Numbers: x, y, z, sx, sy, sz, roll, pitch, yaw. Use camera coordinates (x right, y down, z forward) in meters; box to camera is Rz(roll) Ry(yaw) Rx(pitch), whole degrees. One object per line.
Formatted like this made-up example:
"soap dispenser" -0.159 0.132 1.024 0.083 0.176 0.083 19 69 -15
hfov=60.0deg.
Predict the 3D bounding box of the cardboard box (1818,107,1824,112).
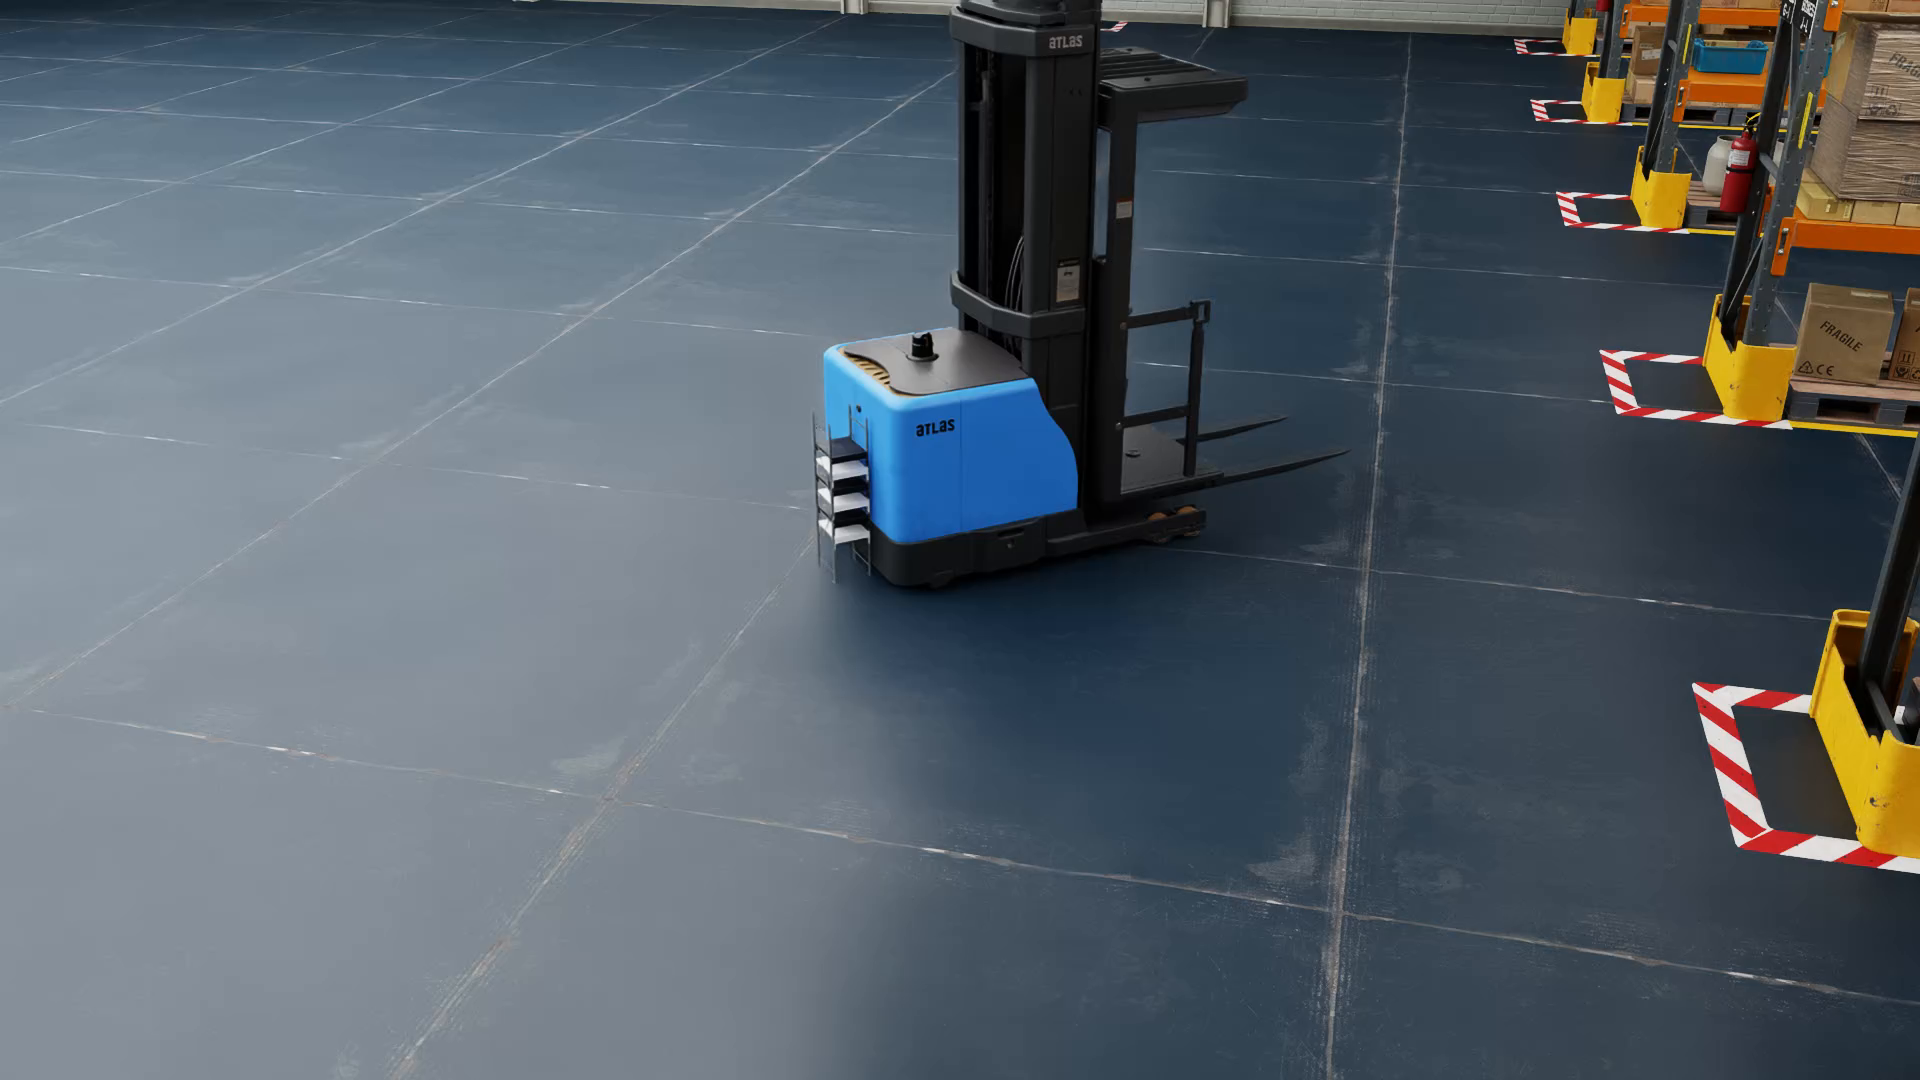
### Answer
"cardboard box" 10.147 -5.096 19.174 0.500 0.250 0.500 6 26 13

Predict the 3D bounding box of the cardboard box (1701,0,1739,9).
"cardboard box" 8.705 -6.448 19.187 0.500 0.500 0.700 7 26 14

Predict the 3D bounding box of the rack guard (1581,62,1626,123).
"rack guard" 7.723 -5.386 19.981 0.348 0.500 1.175 6 26 13

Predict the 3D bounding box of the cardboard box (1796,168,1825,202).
"cardboard box" 5.603 -2.330 10.947 0.250 0.149 0.380 6 26 13

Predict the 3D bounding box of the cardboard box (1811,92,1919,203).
"cardboard box" 5.802 -2.497 10.544 0.500 0.500 0.875 6 26 13

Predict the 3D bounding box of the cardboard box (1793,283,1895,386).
"cardboard box" 5.876 -1.375 11.069 0.500 0.500 0.500 11 28 23

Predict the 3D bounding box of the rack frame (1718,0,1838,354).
"rack frame" 5.276 -2.388 10.777 0.127 3.000 1.000 6 26 13

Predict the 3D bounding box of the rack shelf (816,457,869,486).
"rack shelf" -0.616 -0.368 8.634 0.200 0.077 0.258 -12 28 -24

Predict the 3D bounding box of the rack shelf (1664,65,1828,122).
"rack shelf" 8.446 -3.911 14.813 4.000 0.370 1.077 6 26 13

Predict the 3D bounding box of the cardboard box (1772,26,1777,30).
"cardboard box" 11.836 -7.311 23.513 0.500 0.500 0.500 4 26 9

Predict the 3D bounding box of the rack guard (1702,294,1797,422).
"rack guard" 5.349 -1.252 11.297 0.348 0.500 1.175 6 26 13

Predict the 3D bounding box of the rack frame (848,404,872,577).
"rack frame" -0.525 -0.254 8.738 0.006 0.900 0.240 -12 28 -24

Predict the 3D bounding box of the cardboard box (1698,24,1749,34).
"cardboard box" 10.875 -7.373 23.643 0.500 0.500 0.700 5 26 10

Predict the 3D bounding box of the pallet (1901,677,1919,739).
"pallet" 4.736 0.978 6.951 1.213 0.211 1.003 6 26 13

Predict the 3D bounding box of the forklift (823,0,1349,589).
"forklift" 0.805 -1.494 8.978 3.031 2.935 1.130 -12 28 -24

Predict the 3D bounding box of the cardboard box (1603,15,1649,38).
"cardboard box" 9.624 -7.448 24.020 0.500 0.311 0.500 3 26 7

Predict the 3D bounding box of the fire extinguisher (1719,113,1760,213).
"fire extinguisher" 5.280 -2.557 11.222 0.183 0.674 0.296 6 26 13

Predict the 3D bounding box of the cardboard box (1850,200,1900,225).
"cardboard box" 5.730 -2.110 10.485 0.250 0.149 0.380 6 26 13

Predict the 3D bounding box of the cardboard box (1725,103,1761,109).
"cardboard box" 9.180 -5.204 19.402 0.500 0.250 0.500 6 26 13

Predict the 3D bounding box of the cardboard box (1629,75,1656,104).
"cardboard box" 8.211 -5.310 19.624 0.500 0.250 0.500 6 26 13

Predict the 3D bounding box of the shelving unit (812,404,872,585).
"shelving unit" -0.616 -0.235 8.697 0.210 0.900 0.258 -12 28 -24

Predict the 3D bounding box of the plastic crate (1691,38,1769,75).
"plastic crate" 7.069 -4.454 15.289 0.616 0.251 0.499 6 26 13

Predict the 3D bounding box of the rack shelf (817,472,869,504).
"rack shelf" -0.616 -0.286 8.673 0.200 0.077 0.258 -12 28 -24

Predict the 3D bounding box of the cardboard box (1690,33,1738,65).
"cardboard box" 8.695 -5.596 19.352 0.500 0.500 0.500 6 26 13

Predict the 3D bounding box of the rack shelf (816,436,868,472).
"rack shelf" -0.616 -0.449 8.595 0.200 0.077 0.258 -12 28 -24

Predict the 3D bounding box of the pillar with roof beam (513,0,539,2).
"pillar with roof beam" -8.635 -11.703 23.364 0.400 9.000 9.100 6 26 13

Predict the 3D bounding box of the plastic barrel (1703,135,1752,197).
"plastic barrel" 7.166 -3.478 15.471 0.421 0.512 0.421 0 25 0

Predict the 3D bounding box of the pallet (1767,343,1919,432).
"pallet" 6.127 -1.019 11.146 1.213 0.211 1.003 6 26 13

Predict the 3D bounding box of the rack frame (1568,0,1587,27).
"rack frame" 8.977 -8.575 23.771 0.127 3.000 1.000 6 26 13

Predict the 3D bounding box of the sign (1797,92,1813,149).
"sign" 5.141 -2.553 10.116 0.005 0.325 0.100 6 26 13

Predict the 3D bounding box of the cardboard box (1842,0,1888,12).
"cardboard box" 10.192 -6.283 18.841 0.500 0.500 0.700 7 26 14

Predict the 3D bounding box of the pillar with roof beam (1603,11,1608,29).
"pillar with roof beam" 8.798 -9.776 19.316 0.400 9.000 9.100 6 26 13

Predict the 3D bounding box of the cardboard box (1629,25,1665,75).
"cardboard box" 8.340 -5.865 19.918 0.500 0.500 0.500 6 26 13

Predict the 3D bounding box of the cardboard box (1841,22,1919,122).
"cardboard box" 5.741 -2.847 10.115 0.500 0.500 0.500 6 26 13

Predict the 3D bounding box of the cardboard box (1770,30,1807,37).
"cardboard box" 9.796 -5.710 19.592 0.500 0.500 0.500 6 26 13

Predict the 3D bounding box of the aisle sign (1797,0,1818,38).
"aisle sign" 5.141 -3.444 9.970 0.004 0.787 0.394 6 26 13

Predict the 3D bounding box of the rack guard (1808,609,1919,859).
"rack guard" 3.919 0.792 7.005 0.348 0.500 1.175 6 26 13

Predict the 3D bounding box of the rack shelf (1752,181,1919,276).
"rack shelf" 7.213 -1.849 10.482 4.000 0.370 1.077 6 26 13

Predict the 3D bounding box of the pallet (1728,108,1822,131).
"pallet" 9.676 -5.057 19.627 1.213 0.211 1.003 6 26 13

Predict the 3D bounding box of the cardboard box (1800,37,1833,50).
"cardboard box" 9.663 -5.487 19.124 0.500 0.500 0.500 6 26 13
